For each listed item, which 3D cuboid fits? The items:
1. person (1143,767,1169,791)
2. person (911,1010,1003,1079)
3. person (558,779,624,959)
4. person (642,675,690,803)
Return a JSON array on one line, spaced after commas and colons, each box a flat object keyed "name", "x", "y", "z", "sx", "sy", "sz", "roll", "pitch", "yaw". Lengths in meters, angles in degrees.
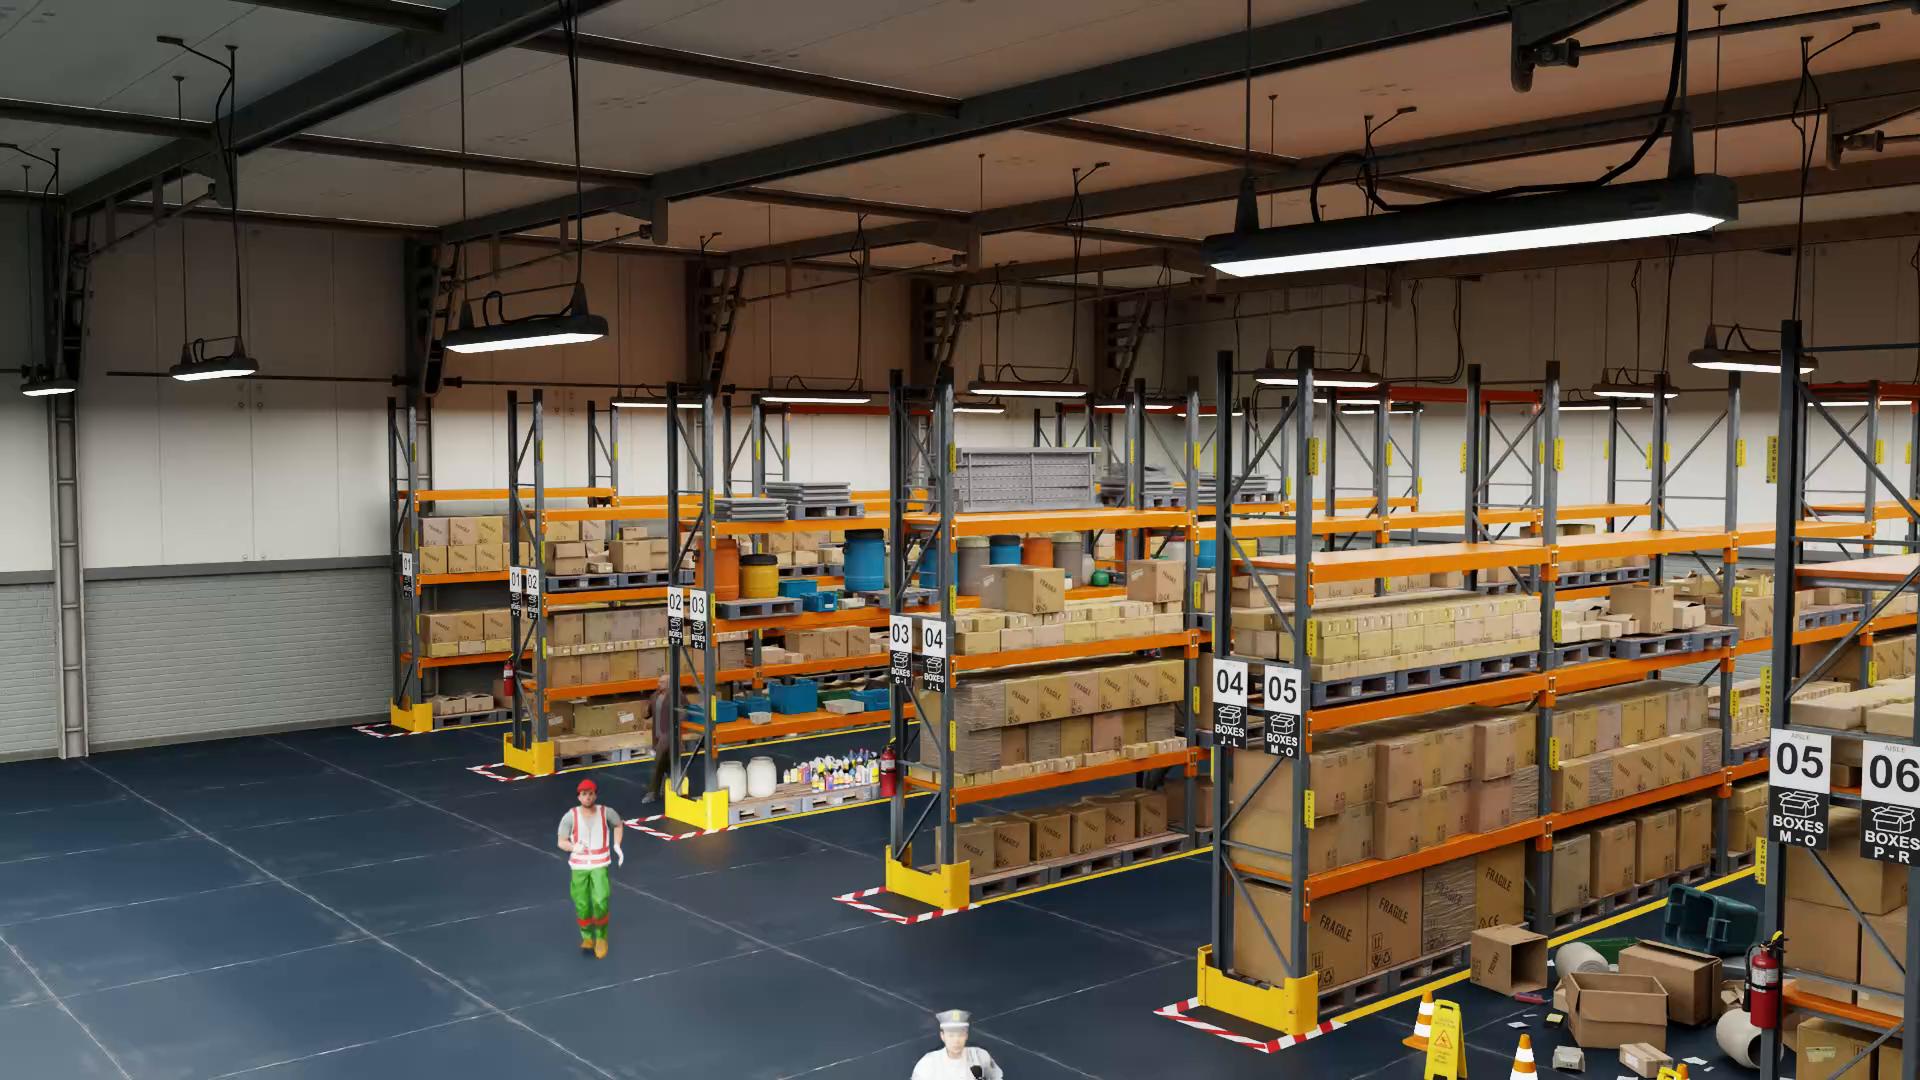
[{"name": "person", "x": 2.774, "y": 2.984, "z": 23.483, "sx": 0.588, "sy": 1.626, "sz": 0.587, "roll": -3, "pitch": 4, "yaw": -42}, {"name": "person", "x": -0.035, "y": 3.694, "z": 10.232, "sx": 0.638, "sy": 1.701, "sz": 0.897, "roll": 0, "pitch": 3, "yaw": -5}, {"name": "person", "x": -3.699, "y": 3.296, "z": 16.664, "sx": 0.639, "sy": 1.793, "sz": 0.711, "roll": -1, "pitch": 3, "yaw": -9}, {"name": "person", "x": -4.275, "y": 2.860, "z": 24.198, "sx": 0.711, "sy": 1.824, "sz": 0.915, "roll": 2, "pitch": 4, "yaw": 35}]
